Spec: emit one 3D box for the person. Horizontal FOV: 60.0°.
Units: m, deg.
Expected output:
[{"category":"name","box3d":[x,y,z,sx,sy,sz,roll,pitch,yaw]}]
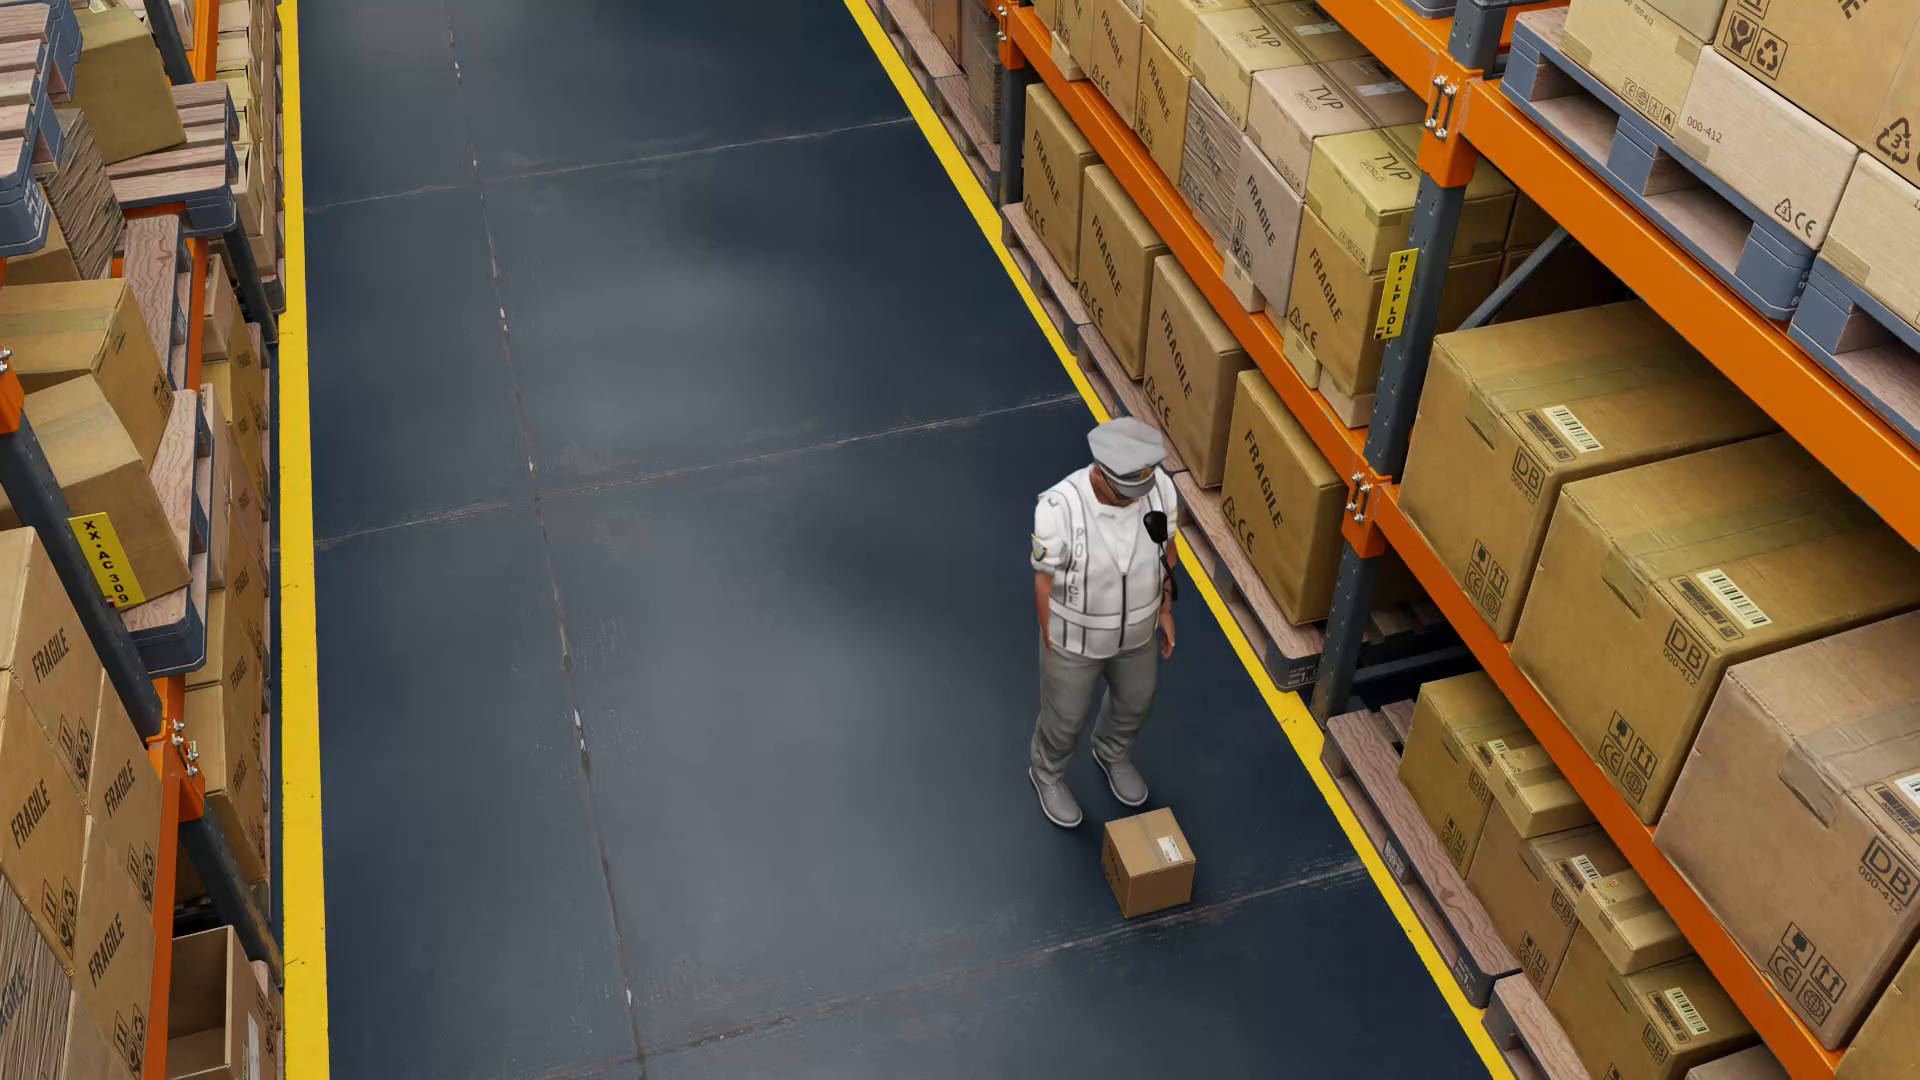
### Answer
[{"category":"person","box3d":[0.507,0.291,5.849,0.534,1.736,0.389,-15,44,-16]}]
